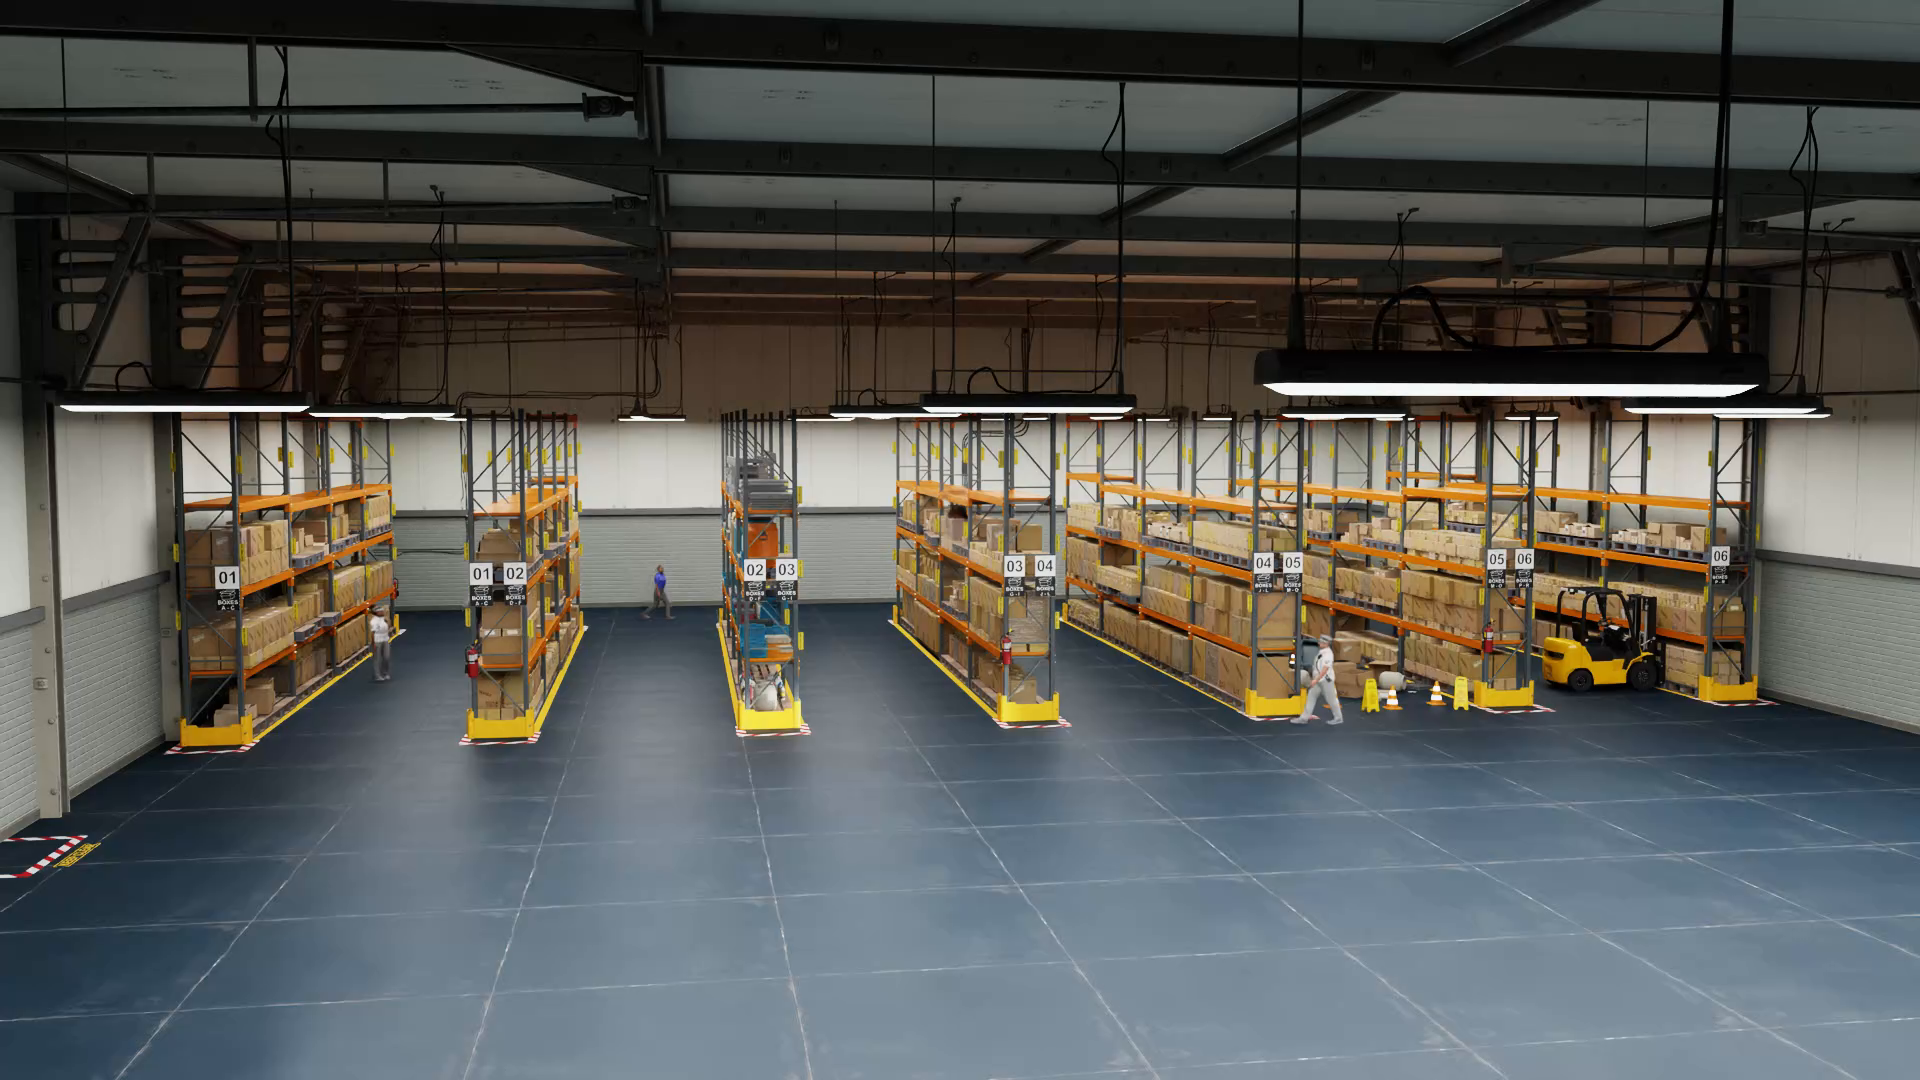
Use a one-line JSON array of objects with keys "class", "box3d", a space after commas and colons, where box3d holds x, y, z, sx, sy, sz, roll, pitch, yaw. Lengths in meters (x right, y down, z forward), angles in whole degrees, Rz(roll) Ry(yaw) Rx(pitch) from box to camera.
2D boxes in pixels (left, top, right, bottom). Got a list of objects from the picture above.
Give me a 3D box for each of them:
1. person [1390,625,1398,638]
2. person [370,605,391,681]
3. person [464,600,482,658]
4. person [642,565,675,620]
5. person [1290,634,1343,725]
[{"class": "person", "box3d": [11.704, 1.800, 44.652, 0.423, 1.648, 0.507, 1, 4, 9]}, {"class": "person", "box3d": [-12.955, 2.304, 37.170, 0.378, 1.722, 0.529, 2, 5, 31]}, {"class": "person", "box3d": [-11.855, 2.051, 40.697, 0.486, 1.685, 1.012, 0, 4, -5]}, {"class": "person", "box3d": [-8.798, 1.535, 48.554, 0.943, 1.602, 0.545, 1, 4, 8]}, {"class": "person", "box3d": [6.788, 2.644, 31.443, 0.969, 1.726, 0.535, -1, 4, -19]}]
